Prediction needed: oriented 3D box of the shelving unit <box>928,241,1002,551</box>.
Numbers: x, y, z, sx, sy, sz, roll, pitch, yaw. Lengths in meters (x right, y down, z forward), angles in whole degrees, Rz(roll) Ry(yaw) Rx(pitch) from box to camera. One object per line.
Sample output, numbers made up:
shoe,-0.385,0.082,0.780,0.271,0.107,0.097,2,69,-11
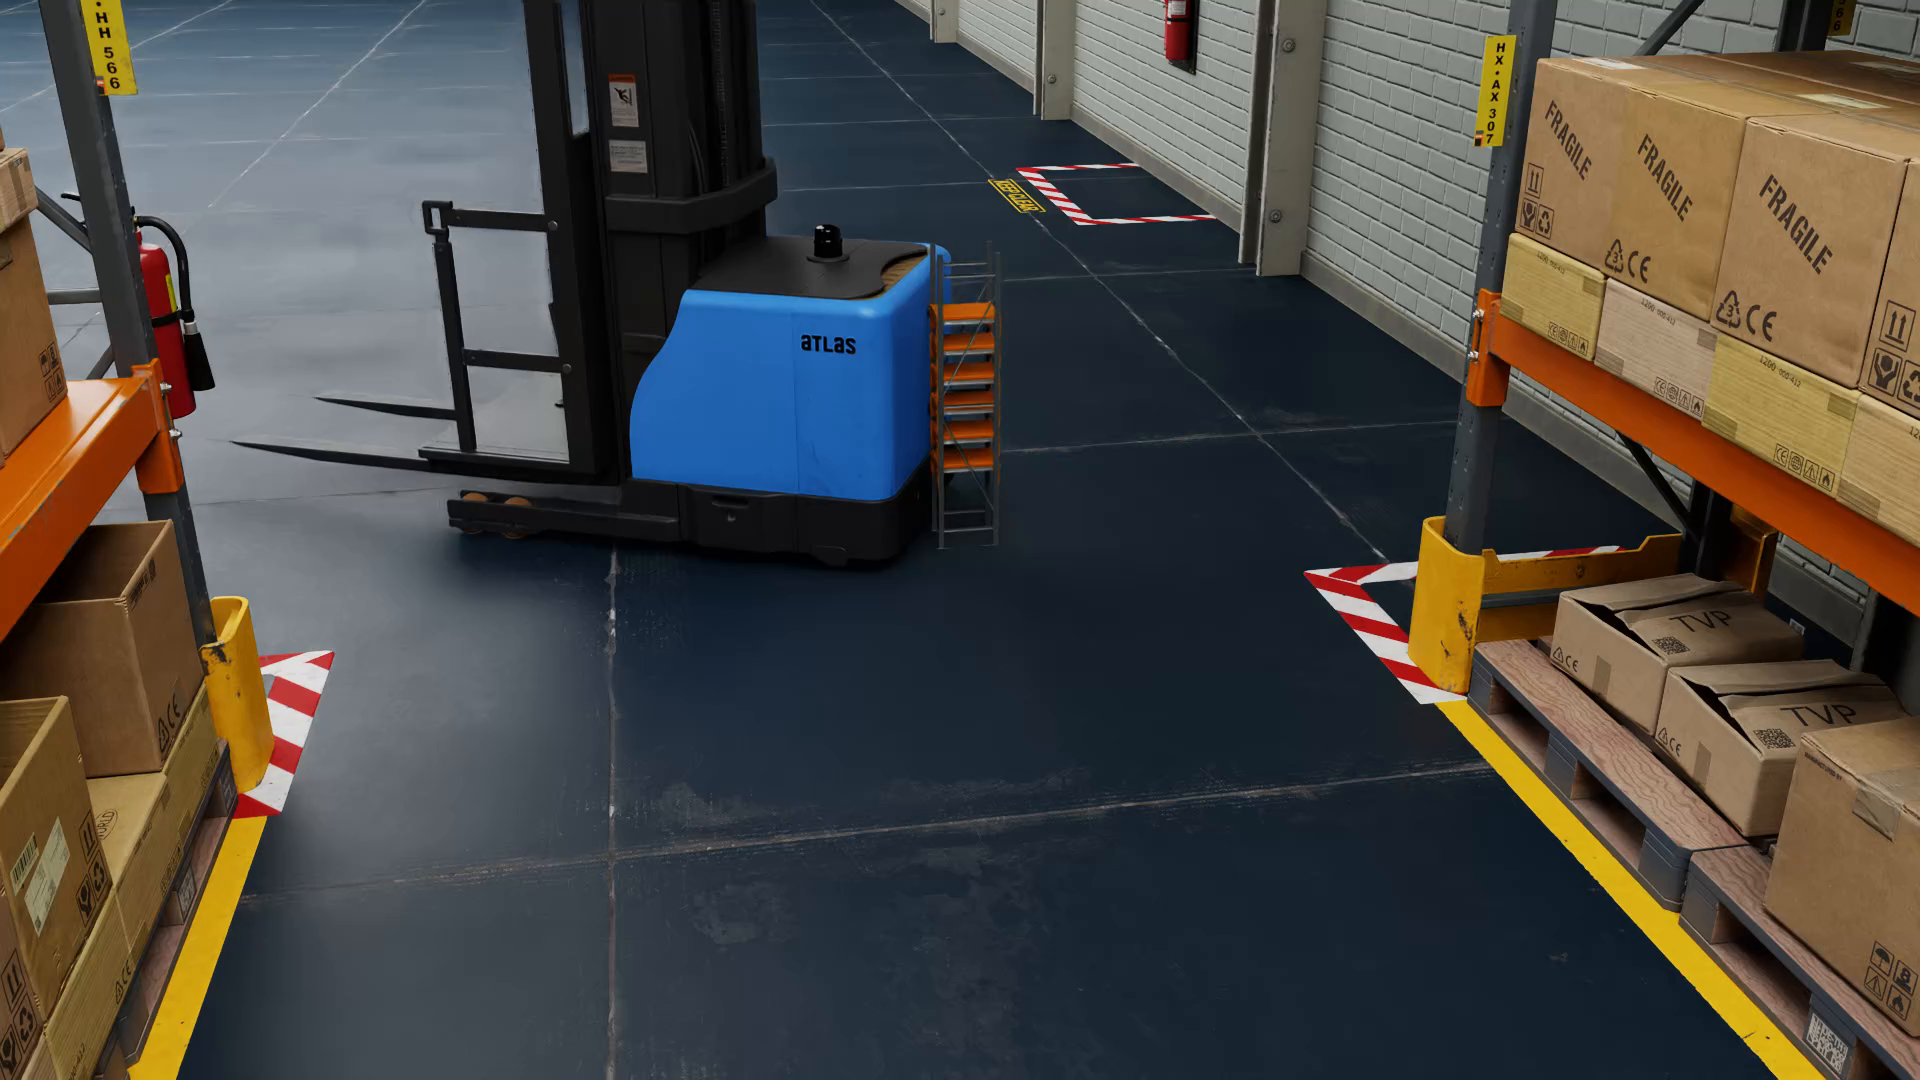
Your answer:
shelving unit,0.019,-0.553,6.516,0.258,1.200,0.189,-4,24,-9

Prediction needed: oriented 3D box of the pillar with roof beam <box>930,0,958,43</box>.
pillar with roof beam,-4.430,-10.296,19.081,9.100,9.000,0.400,-4,24,-10

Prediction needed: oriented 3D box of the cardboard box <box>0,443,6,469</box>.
cardboard box,-2.542,-0.283,3.526,0.700,0.500,0.500,-4,24,-8

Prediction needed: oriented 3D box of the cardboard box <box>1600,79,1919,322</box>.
cardboard box,2.024,-0.875,4.232,0.500,0.500,0.500,-4,24,-10

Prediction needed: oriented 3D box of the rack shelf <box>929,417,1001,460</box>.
rack shelf,0.019,-0.402,6.582,0.258,0.103,0.180,-4,24,-9

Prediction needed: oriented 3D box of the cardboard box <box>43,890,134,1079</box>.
cardboard box,-2.130,1.021,3.576,0.500,0.250,0.500,-4,24,-10

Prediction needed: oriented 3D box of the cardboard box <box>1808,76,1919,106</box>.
cardboard box,2.529,-0.912,4.316,0.500,0.500,0.500,-4,24,-9

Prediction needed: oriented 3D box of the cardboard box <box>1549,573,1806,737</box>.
cardboard box,2.189,0.313,5.096,0.500,0.311,0.500,-7,25,-16

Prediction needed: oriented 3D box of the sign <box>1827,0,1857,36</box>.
sign,2.699,-1.705,5.065,0.100,0.325,0.005,-4,24,-10

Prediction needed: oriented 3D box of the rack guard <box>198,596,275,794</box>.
rack guard,-2.722,0.508,4.963,1.175,0.500,0.348,-4,24,-10

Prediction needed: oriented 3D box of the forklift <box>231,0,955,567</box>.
forklift,-1.596,-1.544,6.623,3.031,2.935,1.130,6,24,13

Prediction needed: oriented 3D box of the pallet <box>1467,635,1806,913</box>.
pallet,2.279,0.633,5.036,1.003,0.211,1.213,-4,24,-10

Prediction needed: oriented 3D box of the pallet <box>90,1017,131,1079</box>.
pallet,-2.313,1.426,3.221,1.003,0.211,1.213,-4,24,-10

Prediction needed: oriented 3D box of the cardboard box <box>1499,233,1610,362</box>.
cardboard box,1.928,-0.721,4.817,0.500,0.250,0.500,-5,24,-11

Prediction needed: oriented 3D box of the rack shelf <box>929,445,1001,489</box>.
rack shelf,0.019,-0.292,6.630,0.258,0.103,0.180,-4,24,-9

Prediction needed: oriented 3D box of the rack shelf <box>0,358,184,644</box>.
rack shelf,-2.348,0.488,2.784,1.077,0.370,4.000,-4,24,-10

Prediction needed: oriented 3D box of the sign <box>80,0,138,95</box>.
sign,-2.182,-1.302,4.241,0.100,0.325,0.005,-4,24,-10

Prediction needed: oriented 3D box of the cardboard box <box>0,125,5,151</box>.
cardboard box,-2.634,-1.063,3.691,0.700,0.500,0.500,-4,24,-10

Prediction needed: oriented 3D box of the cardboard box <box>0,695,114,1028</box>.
cardboard box,-2.127,0.677,3.427,0.500,0.500,0.500,-4,24,-10

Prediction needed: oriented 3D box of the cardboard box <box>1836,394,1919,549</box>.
cardboard box,2.218,-0.118,3.436,0.500,0.250,0.500,-4,24,-9

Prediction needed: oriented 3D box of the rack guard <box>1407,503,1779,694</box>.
rack guard,2.164,0.179,5.716,1.175,0.500,0.348,-4,24,-10

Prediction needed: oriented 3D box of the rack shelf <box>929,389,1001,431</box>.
rack shelf,0.019,-0.512,6.534,0.258,0.103,0.180,-4,24,-9

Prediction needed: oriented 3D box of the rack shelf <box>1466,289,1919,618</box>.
rack shelf,2.520,0.120,3.627,1.077,0.370,4.000,-4,24,-10

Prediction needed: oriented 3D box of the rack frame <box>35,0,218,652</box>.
rack frame,-2.718,-0.628,4.441,1.000,3.000,0.127,-4,24,-10

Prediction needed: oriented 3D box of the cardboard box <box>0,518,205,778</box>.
cardboard box,-2.326,0.284,4.325,0.500,0.500,0.500,-4,24,-10

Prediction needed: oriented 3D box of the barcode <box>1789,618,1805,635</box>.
barcode,2.586,0.286,5.145,0.001,0.075,0.075,-4,24,-10

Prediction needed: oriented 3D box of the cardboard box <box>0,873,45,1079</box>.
cardboard box,-2.036,0.873,2.976,0.500,0.500,0.500,-4,24,-10

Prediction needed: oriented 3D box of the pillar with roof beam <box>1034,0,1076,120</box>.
pillar with roof beam,-3.320,-7.936,13.677,9.100,9.000,0.400,-4,24,-10

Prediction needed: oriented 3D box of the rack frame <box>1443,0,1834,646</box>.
rack frame,2.150,-0.997,5.284,1.000,3.000,0.127,-4,24,-10

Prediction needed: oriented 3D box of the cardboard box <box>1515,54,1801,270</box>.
cardboard box,1.943,-1.071,4.679,0.500,0.500,0.500,-4,24,-10

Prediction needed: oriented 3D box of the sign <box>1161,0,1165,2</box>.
sign,1.600,-4.362,12.944,0.001,0.329,0.234,-4,24,-10

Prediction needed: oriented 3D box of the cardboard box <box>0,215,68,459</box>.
cardboard box,-2.644,-0.490,3.998,0.700,0.500,0.500,-4,24,-10

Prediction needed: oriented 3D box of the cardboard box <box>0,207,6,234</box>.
cardboard box,-2.410,-0.732,3.744,0.380,0.149,0.250,-4,24,-8

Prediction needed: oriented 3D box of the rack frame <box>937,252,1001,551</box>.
rack frame,0.034,-0.517,6.434,0.240,1.200,0.006,-4,24,-9

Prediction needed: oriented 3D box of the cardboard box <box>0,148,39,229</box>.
cardboard box,-2.460,-0.835,3.979,0.380,0.149,0.250,-5,24,-11

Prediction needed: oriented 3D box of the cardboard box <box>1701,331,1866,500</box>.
cardboard box,2.126,-0.317,3.892,0.500,0.250,0.500,-5,24,-11

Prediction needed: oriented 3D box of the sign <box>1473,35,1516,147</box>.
sign,1.617,-1.353,5.019,0.100,0.325,0.005,-4,24,-10

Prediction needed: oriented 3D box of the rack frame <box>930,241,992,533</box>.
rack frame,0.004,-0.589,6.599,0.240,1.200,0.006,-4,24,-9

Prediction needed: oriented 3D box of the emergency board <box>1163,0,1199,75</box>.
emergency board,1.600,-4.120,12.436,0.194,1.169,0.643,-4,24,-10

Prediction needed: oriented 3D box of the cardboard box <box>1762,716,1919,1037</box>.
cardboard box,2.381,0.743,3.875,0.700,0.500,0.500,-6,24,-13

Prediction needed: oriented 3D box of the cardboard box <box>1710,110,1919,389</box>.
cardboard box,2.114,-0.672,3.766,0.500,0.500,0.500,-5,24,-11

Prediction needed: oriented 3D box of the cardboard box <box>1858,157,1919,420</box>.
cardboard box,2.221,-0.470,3.303,0.500,0.500,0.500,-4,24,-8

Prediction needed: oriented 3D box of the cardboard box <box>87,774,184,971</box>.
cardboard box,-2.224,0.824,4.026,0.500,0.250,0.500,-4,24,-10

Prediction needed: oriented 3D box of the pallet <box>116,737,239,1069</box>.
pallet,-2.535,0.947,4.318,1.003,0.211,1.213,-4,24,-10

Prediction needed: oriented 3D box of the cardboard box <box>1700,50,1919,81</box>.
cardboard box,2.446,-1.111,4.771,0.500,0.500,0.500,-5,24,-10

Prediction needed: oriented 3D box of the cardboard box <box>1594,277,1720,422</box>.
cardboard box,2.038,-0.518,4.351,0.500,0.250,0.500,-5,24,-11

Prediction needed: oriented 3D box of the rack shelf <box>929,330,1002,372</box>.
rack shelf,0.019,-0.732,6.438,0.258,0.103,0.180,-4,24,-9

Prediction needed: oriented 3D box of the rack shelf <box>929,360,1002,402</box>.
rack shelf,0.019,-0.622,6.486,0.258,0.103,0.180,-4,24,-9

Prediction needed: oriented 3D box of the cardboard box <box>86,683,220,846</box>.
cardboard box,-2.328,0.628,4.474,0.500,0.250,0.500,-4,24,-10

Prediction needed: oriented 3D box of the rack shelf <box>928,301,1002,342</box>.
rack shelf,0.019,-0.842,6.390,0.258,0.103,0.180,-4,24,-9

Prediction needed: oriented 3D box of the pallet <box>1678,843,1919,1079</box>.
pallet,2.502,1.112,3.939,1.003,0.211,1.213,-4,24,-10

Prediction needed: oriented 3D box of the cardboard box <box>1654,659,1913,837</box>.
cardboard box,2.295,0.537,4.582,0.500,0.311,0.500,-2,24,-5

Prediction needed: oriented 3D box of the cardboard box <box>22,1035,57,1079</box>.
cardboard box,-2.039,1.217,3.126,0.500,0.250,0.500,-4,24,-10

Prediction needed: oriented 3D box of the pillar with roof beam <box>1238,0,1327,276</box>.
pillar with roof beam,-2.211,-5.576,8.273,9.100,9.000,0.400,-4,24,-10

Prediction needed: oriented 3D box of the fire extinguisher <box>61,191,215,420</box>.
fire extinguisher,-2.283,-0.674,4.642,0.296,0.674,0.183,-4,24,-10
